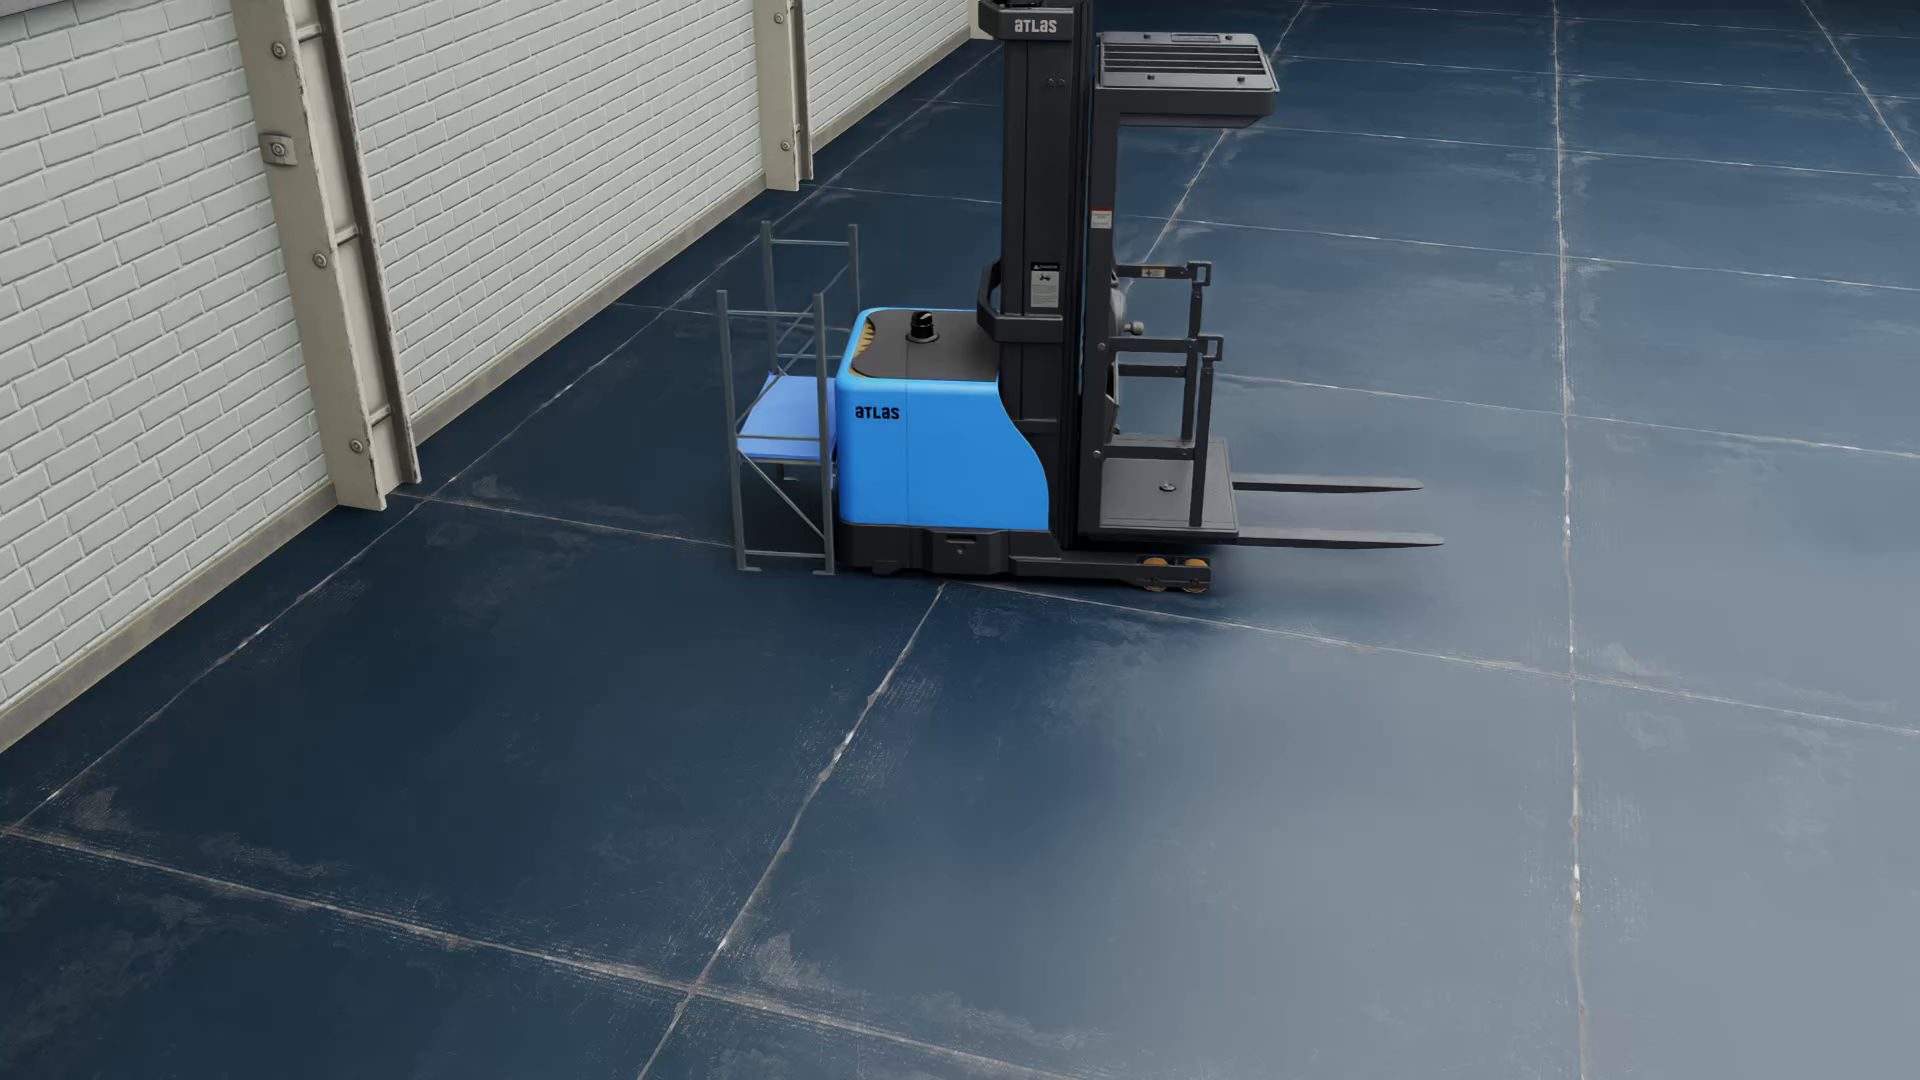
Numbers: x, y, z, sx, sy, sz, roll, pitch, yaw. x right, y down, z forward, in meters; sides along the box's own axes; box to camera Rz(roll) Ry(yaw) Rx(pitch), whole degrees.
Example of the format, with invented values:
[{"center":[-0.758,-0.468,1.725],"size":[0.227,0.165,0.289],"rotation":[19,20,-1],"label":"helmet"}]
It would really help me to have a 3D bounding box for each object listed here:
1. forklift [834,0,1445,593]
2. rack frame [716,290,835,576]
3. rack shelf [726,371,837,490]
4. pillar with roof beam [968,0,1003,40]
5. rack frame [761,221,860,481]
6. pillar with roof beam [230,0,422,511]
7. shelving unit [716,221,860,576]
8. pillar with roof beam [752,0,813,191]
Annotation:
[{"center":[0.925,-1.287,8.048],"size":[3.031,2.935,1.130],"rotation":[2,29,4],"label":"forklift"},{"center":[-0.885,-0.494,8.095],"size":[0.500,1.500,0.032],"rotation":[3,29,5],"label":"rack frame"},{"center":[-0.834,-0.582,8.624],"size":[0.538,0.185,1.000],"rotation":[3,29,5],"label":"rack shelf"},{"center":[4.405,-9.166,15.969],"size":[9.100,9.000,0.400],"rotation":[8,30,15],"label":"pillar with roof beam"},{"center":[-0.783,-0.986,8.979],"size":[0.500,1.500,0.032],"rotation":[3,29,5],"label":"rack frame"},{"center":[0.883,-3.589,5.945],"size":[9.100,9.000,0.400],"rotation":[8,30,15],"label":"pillar with roof beam"},{"center":[-0.834,-0.740,8.537],"size":[0.538,1.500,1.048],"rotation":[3,29,5],"label":"shelving unit"},{"center":[2.644,-6.377,10.957],"size":[9.100,9.000,0.400],"rotation":[8,30,15],"label":"pillar with roof beam"}]
